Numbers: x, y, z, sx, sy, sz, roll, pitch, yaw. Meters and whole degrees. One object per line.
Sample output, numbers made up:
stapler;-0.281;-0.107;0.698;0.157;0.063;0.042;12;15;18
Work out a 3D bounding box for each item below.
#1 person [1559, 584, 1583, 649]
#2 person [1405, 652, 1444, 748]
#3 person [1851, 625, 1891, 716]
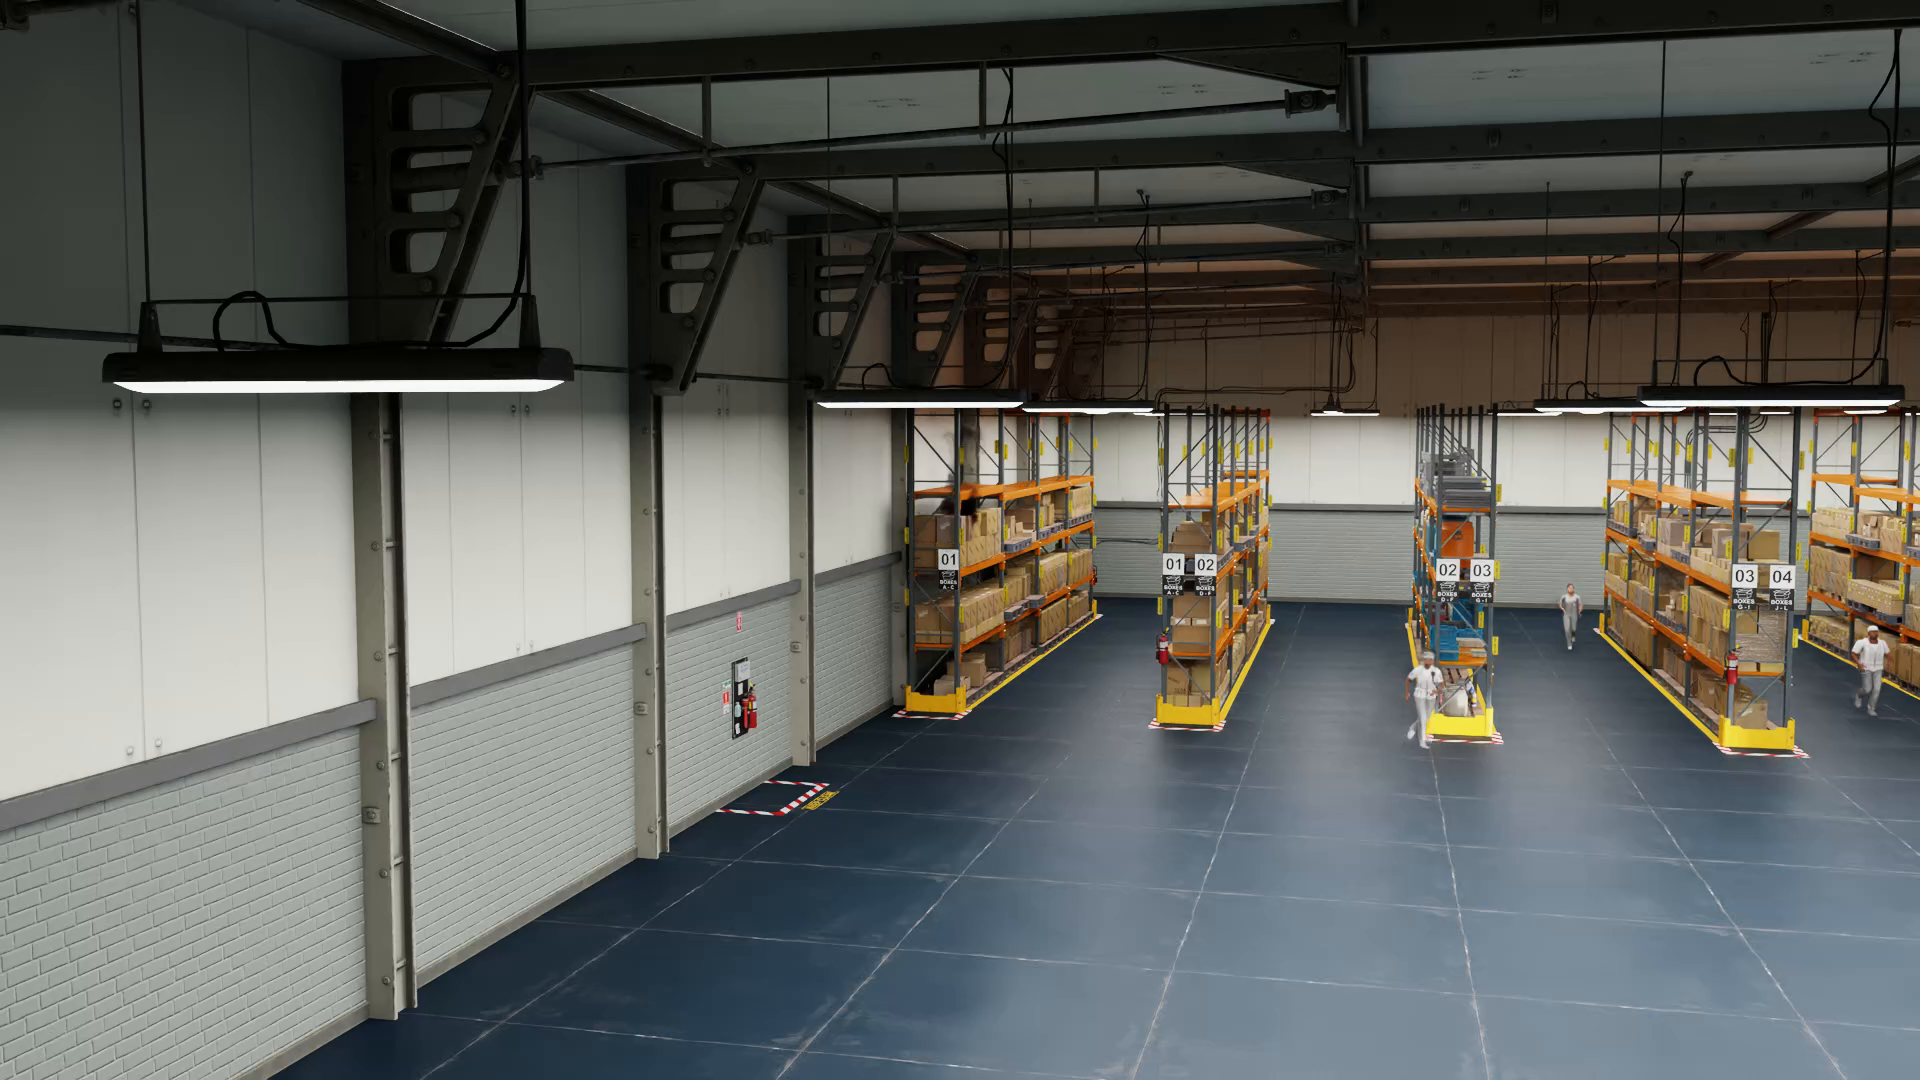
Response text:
person;15.221;1.902;41.455;0.566;1.630;0.572;2;4;20
person;8.153;2.793;29.237;0.666;1.704;0.663;0;4;3
person;17.691;2.511;32.289;0.723;1.743;0.644;1;4;7
